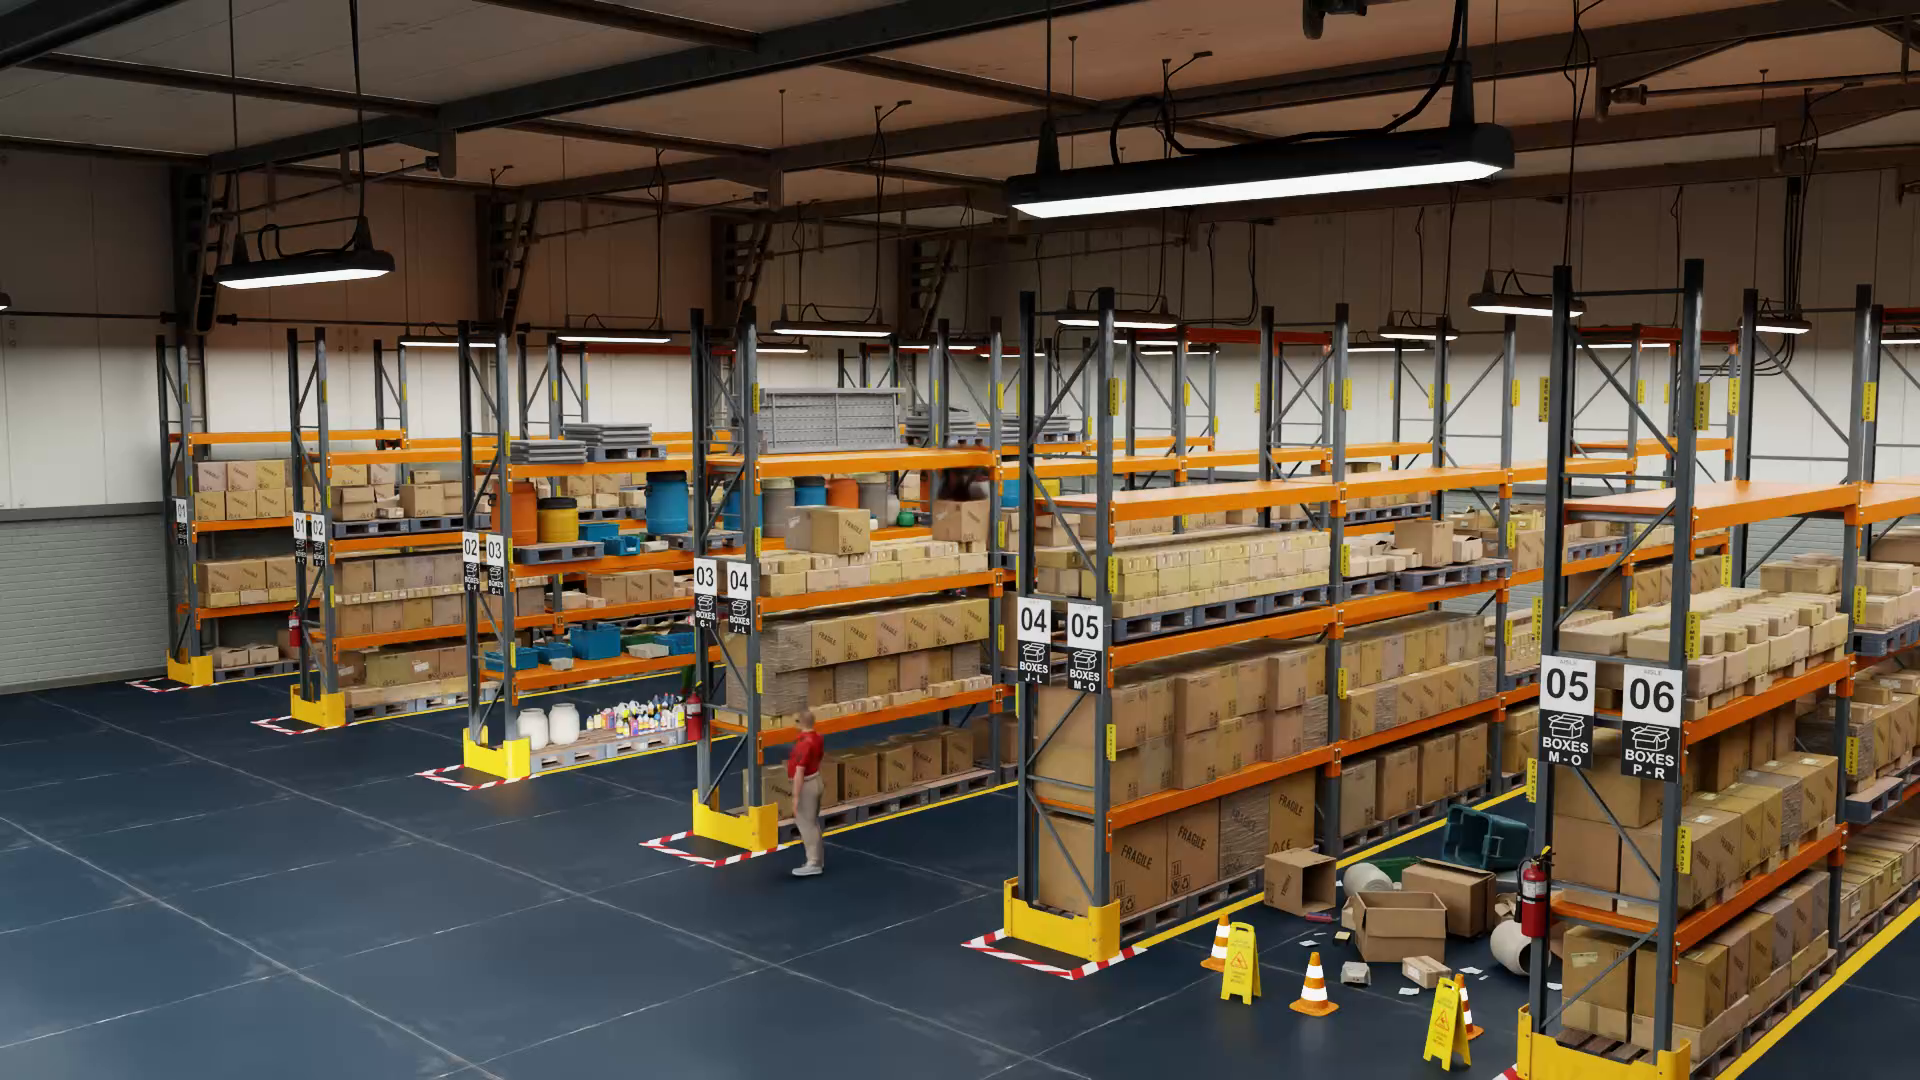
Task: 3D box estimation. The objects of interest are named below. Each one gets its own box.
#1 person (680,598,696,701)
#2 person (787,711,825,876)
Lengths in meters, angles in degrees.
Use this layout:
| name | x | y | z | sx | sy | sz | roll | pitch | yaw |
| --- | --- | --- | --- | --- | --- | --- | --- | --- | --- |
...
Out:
| name | x | y | z | sx | sy | sz | roll | pitch | yaw |
| --- | --- | --- | --- | --- | --- | --- | --- | --- | --- |
| person | -4.172 | 1.819 | 26.334 | 0.652 | 1.818 | 0.443 | 1 | 5 | 12 |
| person | -1.630 | 2.673 | 17.541 | 0.406 | 1.768 | 0.674 | 1 | 5 | 12 |
